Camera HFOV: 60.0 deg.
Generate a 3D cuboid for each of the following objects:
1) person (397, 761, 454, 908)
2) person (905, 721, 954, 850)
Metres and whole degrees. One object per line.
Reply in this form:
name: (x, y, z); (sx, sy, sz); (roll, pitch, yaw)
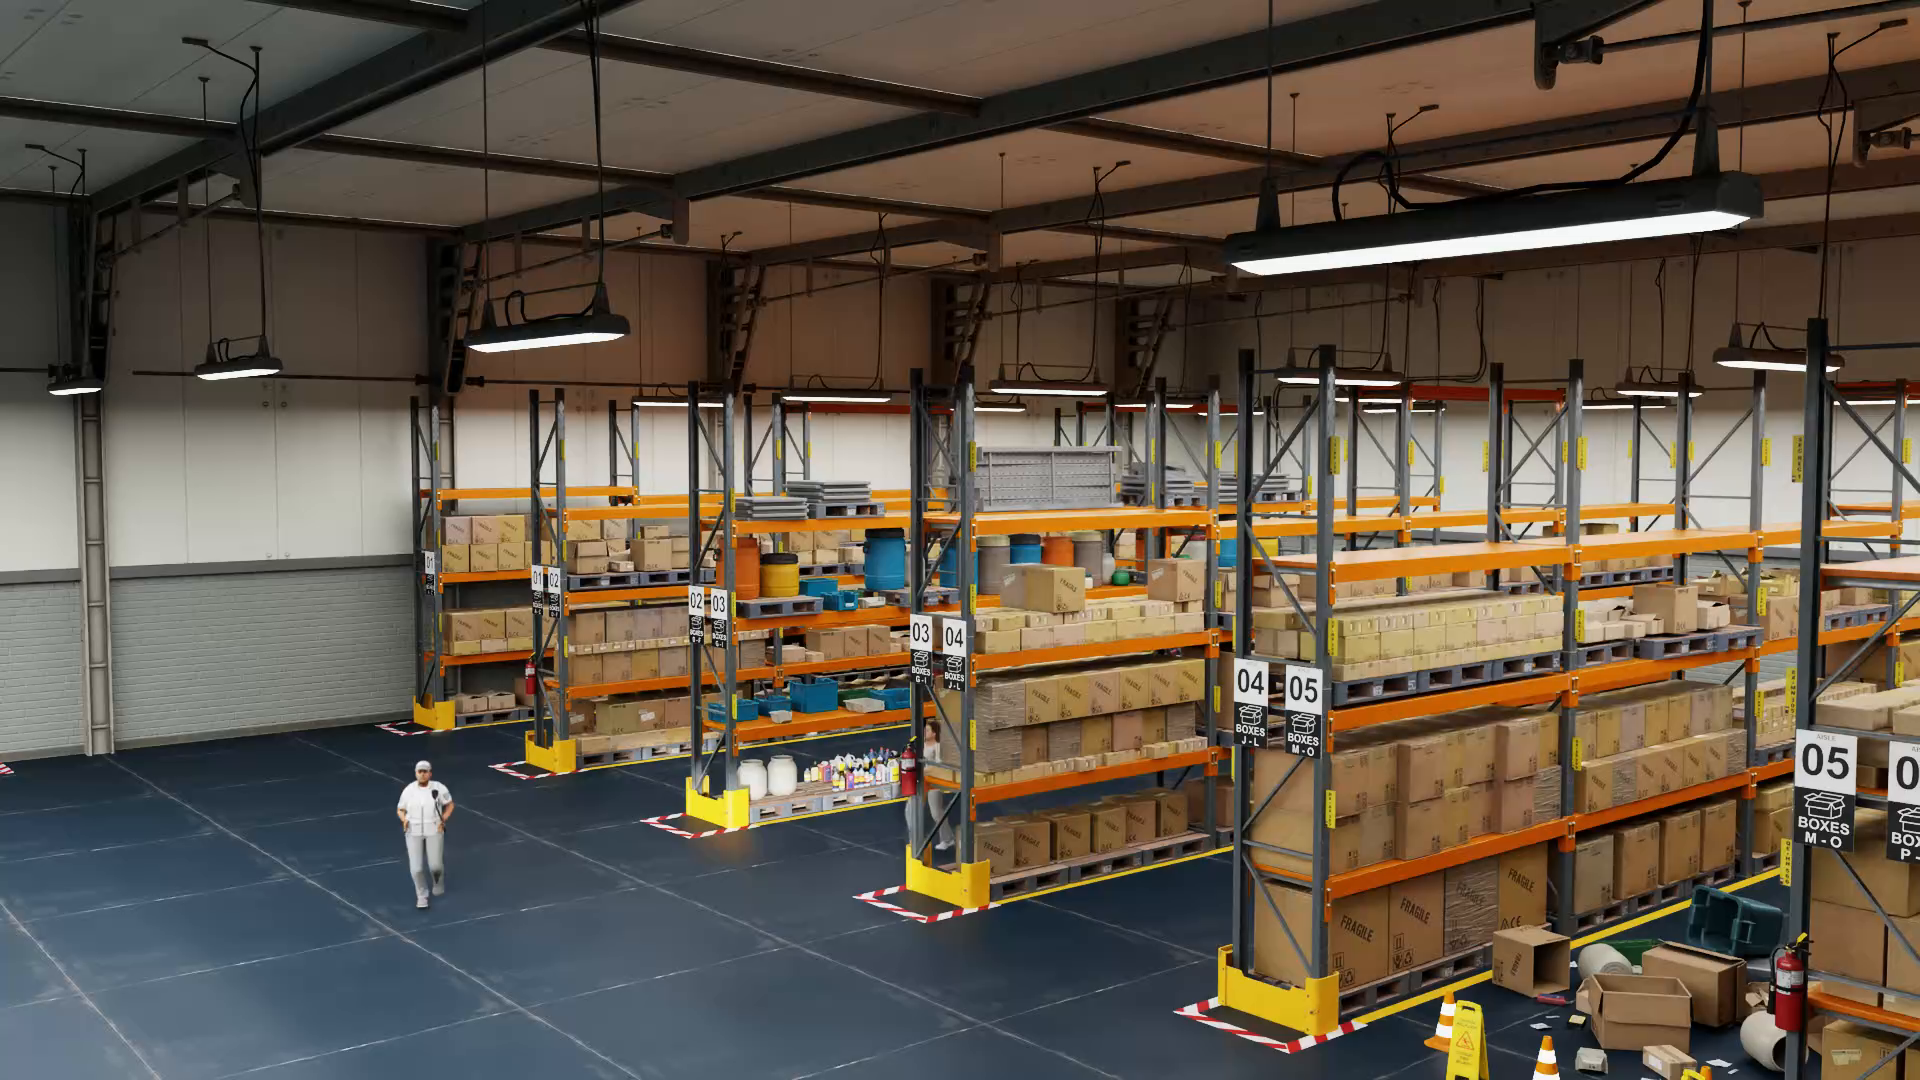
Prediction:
person: (-5.953, 3.263, 18.490); (0.602, 1.618, 0.568); (-1, 3, -11)
person: (-0.388, 3.107, 20.731); (0.531, 1.720, 0.719); (3, 5, 44)
